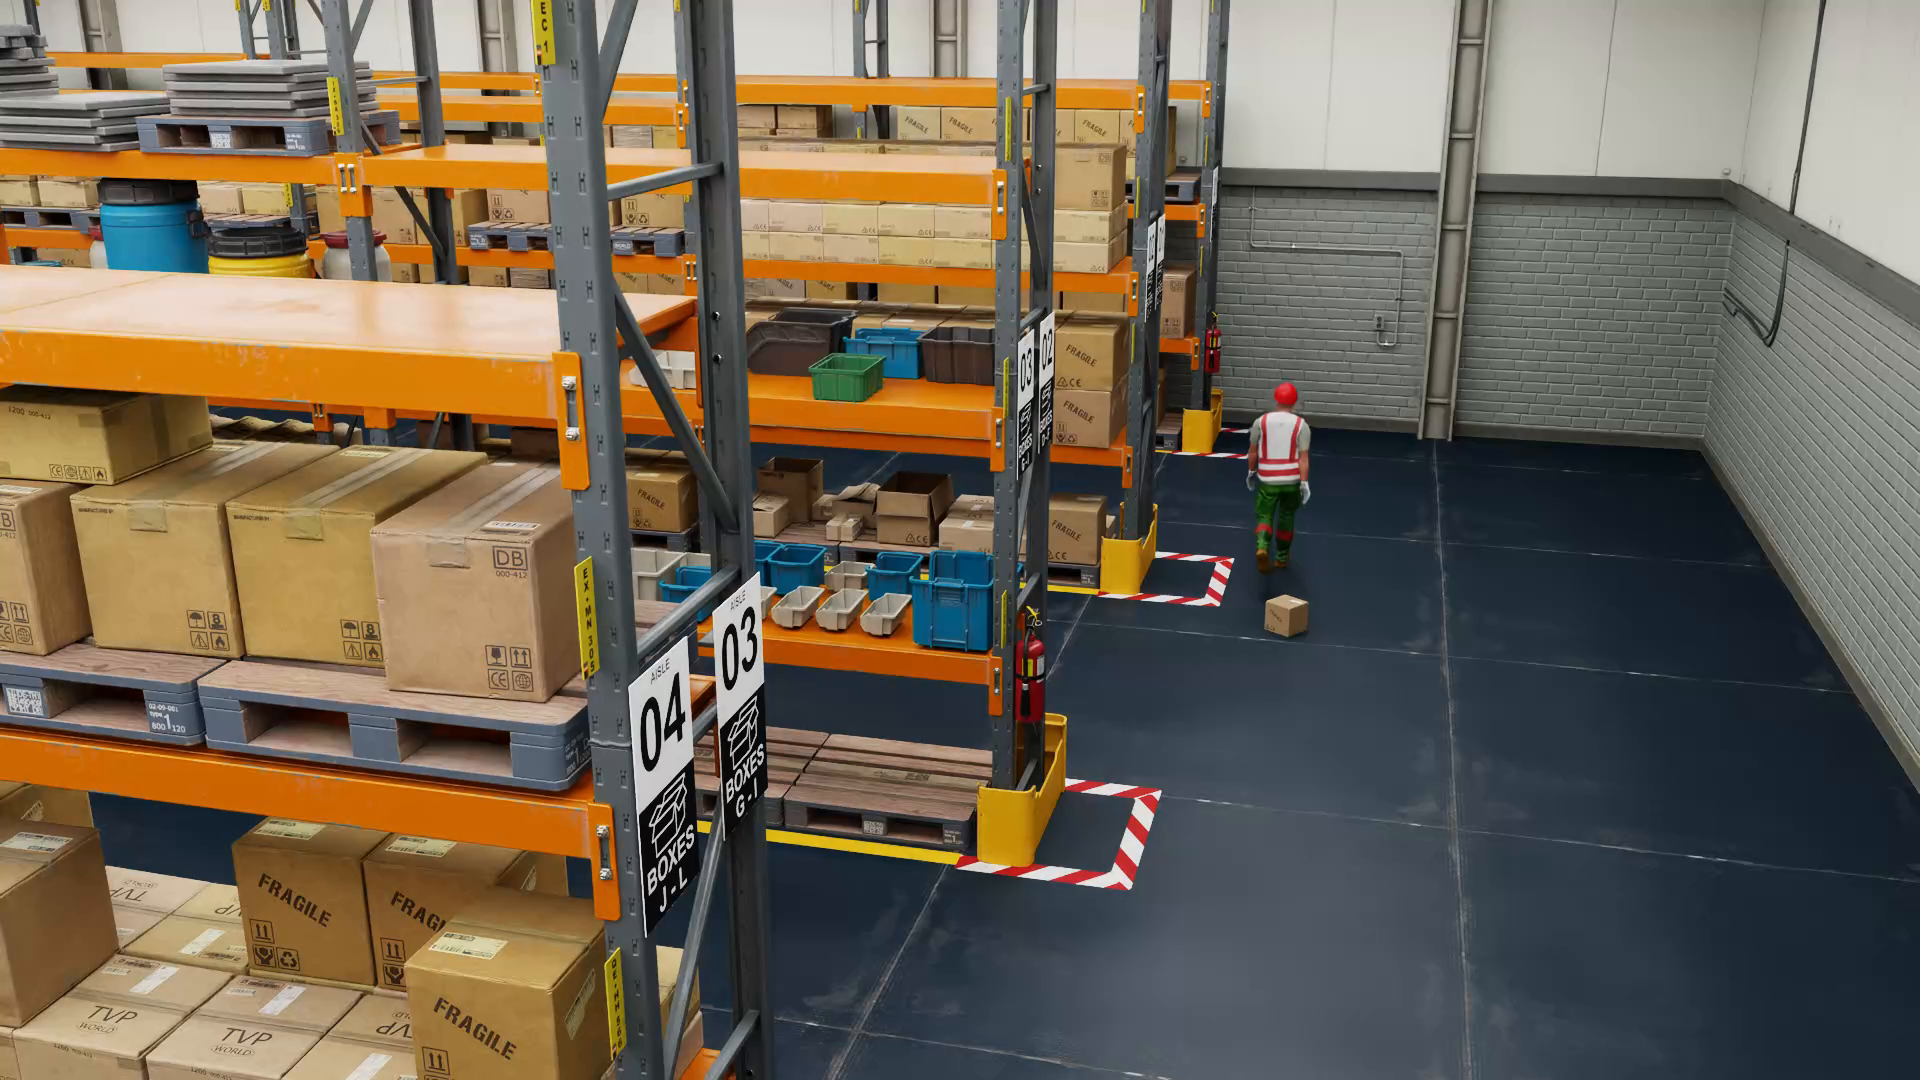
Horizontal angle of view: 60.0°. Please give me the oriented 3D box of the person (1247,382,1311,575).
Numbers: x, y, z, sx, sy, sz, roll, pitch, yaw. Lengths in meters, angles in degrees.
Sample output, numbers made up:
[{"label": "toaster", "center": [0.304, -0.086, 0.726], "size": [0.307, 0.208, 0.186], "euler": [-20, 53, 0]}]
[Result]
[{"label": "person", "center": [2.848, -0.535, 14.882], "size": [0.575, 1.754, 0.858], "euler": [4, 19, 12]}]
